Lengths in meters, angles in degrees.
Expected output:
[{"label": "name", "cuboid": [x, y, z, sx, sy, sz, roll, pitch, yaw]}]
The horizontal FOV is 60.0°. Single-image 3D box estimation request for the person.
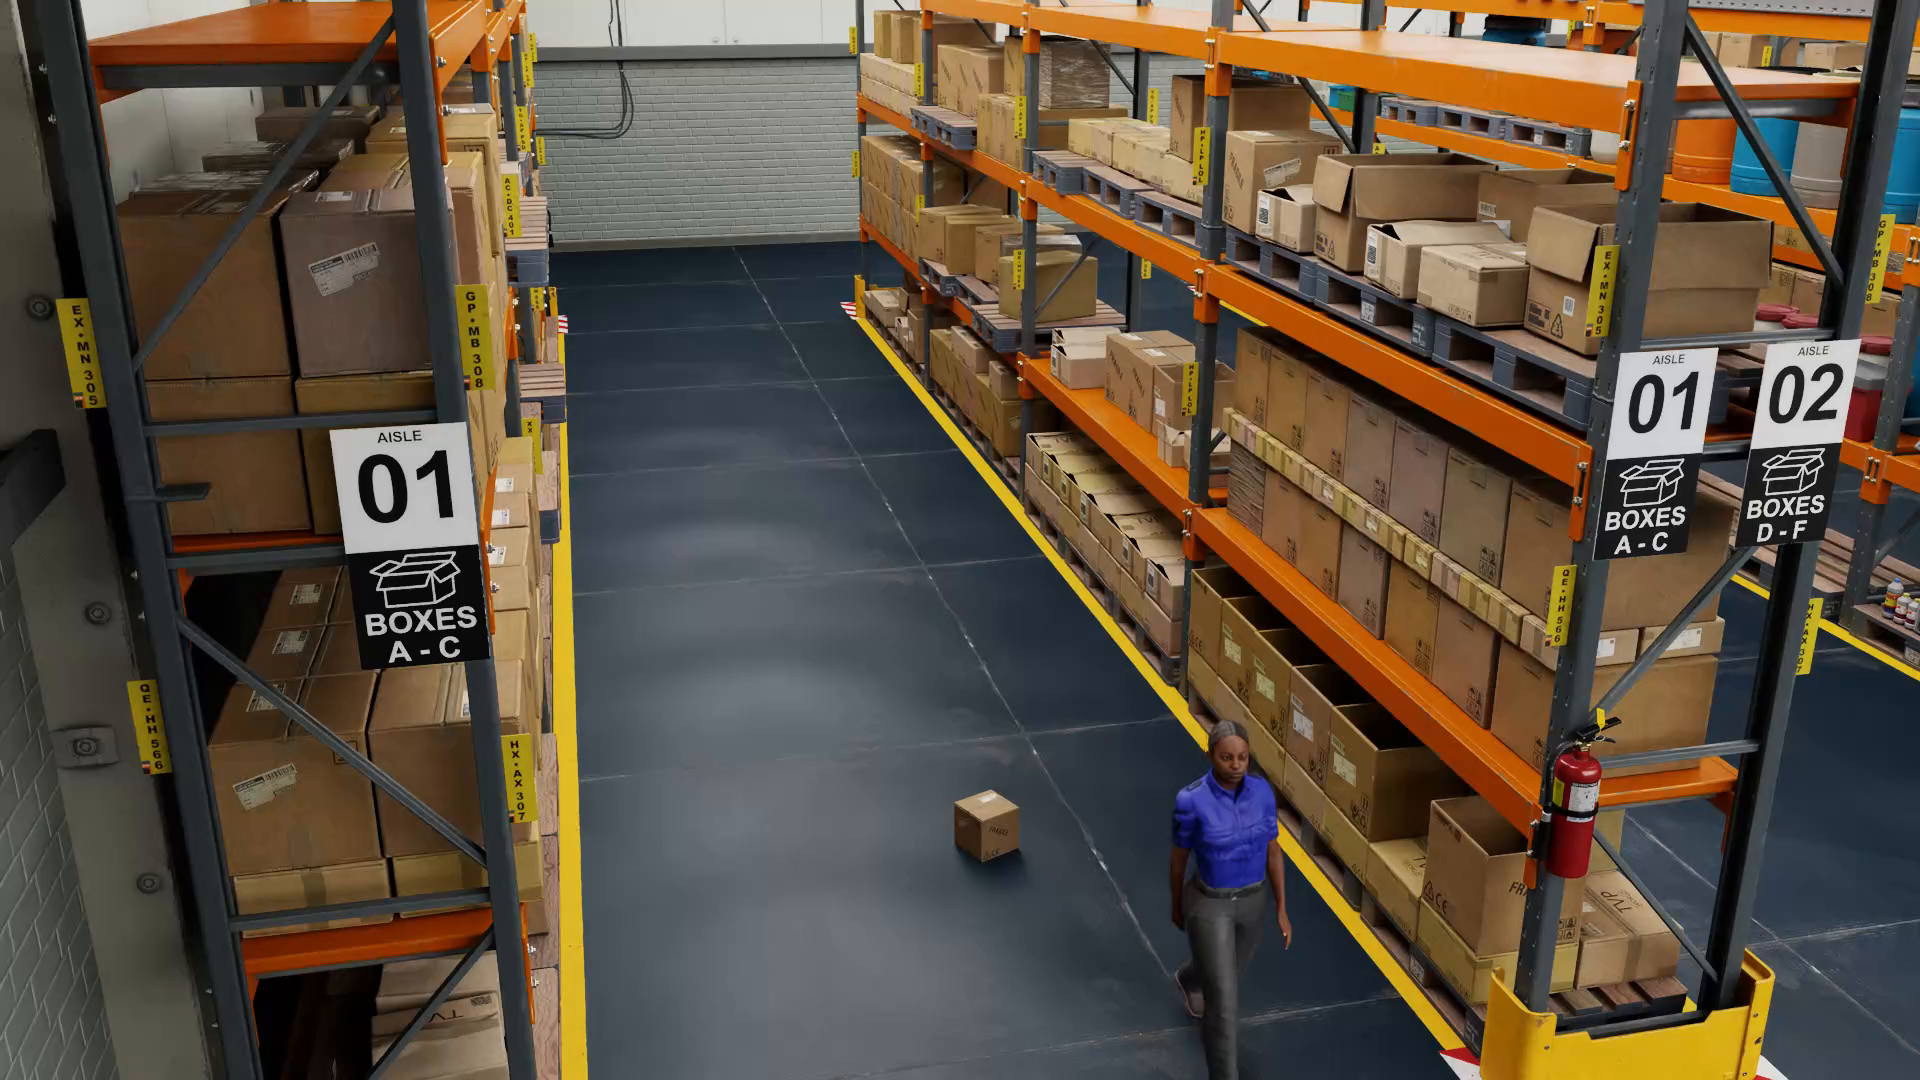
[{"label": "person", "cuboid": [1.108, 1.501, 6.885, 0.444, 1.607, 0.943, -7, 21, -19]}]
